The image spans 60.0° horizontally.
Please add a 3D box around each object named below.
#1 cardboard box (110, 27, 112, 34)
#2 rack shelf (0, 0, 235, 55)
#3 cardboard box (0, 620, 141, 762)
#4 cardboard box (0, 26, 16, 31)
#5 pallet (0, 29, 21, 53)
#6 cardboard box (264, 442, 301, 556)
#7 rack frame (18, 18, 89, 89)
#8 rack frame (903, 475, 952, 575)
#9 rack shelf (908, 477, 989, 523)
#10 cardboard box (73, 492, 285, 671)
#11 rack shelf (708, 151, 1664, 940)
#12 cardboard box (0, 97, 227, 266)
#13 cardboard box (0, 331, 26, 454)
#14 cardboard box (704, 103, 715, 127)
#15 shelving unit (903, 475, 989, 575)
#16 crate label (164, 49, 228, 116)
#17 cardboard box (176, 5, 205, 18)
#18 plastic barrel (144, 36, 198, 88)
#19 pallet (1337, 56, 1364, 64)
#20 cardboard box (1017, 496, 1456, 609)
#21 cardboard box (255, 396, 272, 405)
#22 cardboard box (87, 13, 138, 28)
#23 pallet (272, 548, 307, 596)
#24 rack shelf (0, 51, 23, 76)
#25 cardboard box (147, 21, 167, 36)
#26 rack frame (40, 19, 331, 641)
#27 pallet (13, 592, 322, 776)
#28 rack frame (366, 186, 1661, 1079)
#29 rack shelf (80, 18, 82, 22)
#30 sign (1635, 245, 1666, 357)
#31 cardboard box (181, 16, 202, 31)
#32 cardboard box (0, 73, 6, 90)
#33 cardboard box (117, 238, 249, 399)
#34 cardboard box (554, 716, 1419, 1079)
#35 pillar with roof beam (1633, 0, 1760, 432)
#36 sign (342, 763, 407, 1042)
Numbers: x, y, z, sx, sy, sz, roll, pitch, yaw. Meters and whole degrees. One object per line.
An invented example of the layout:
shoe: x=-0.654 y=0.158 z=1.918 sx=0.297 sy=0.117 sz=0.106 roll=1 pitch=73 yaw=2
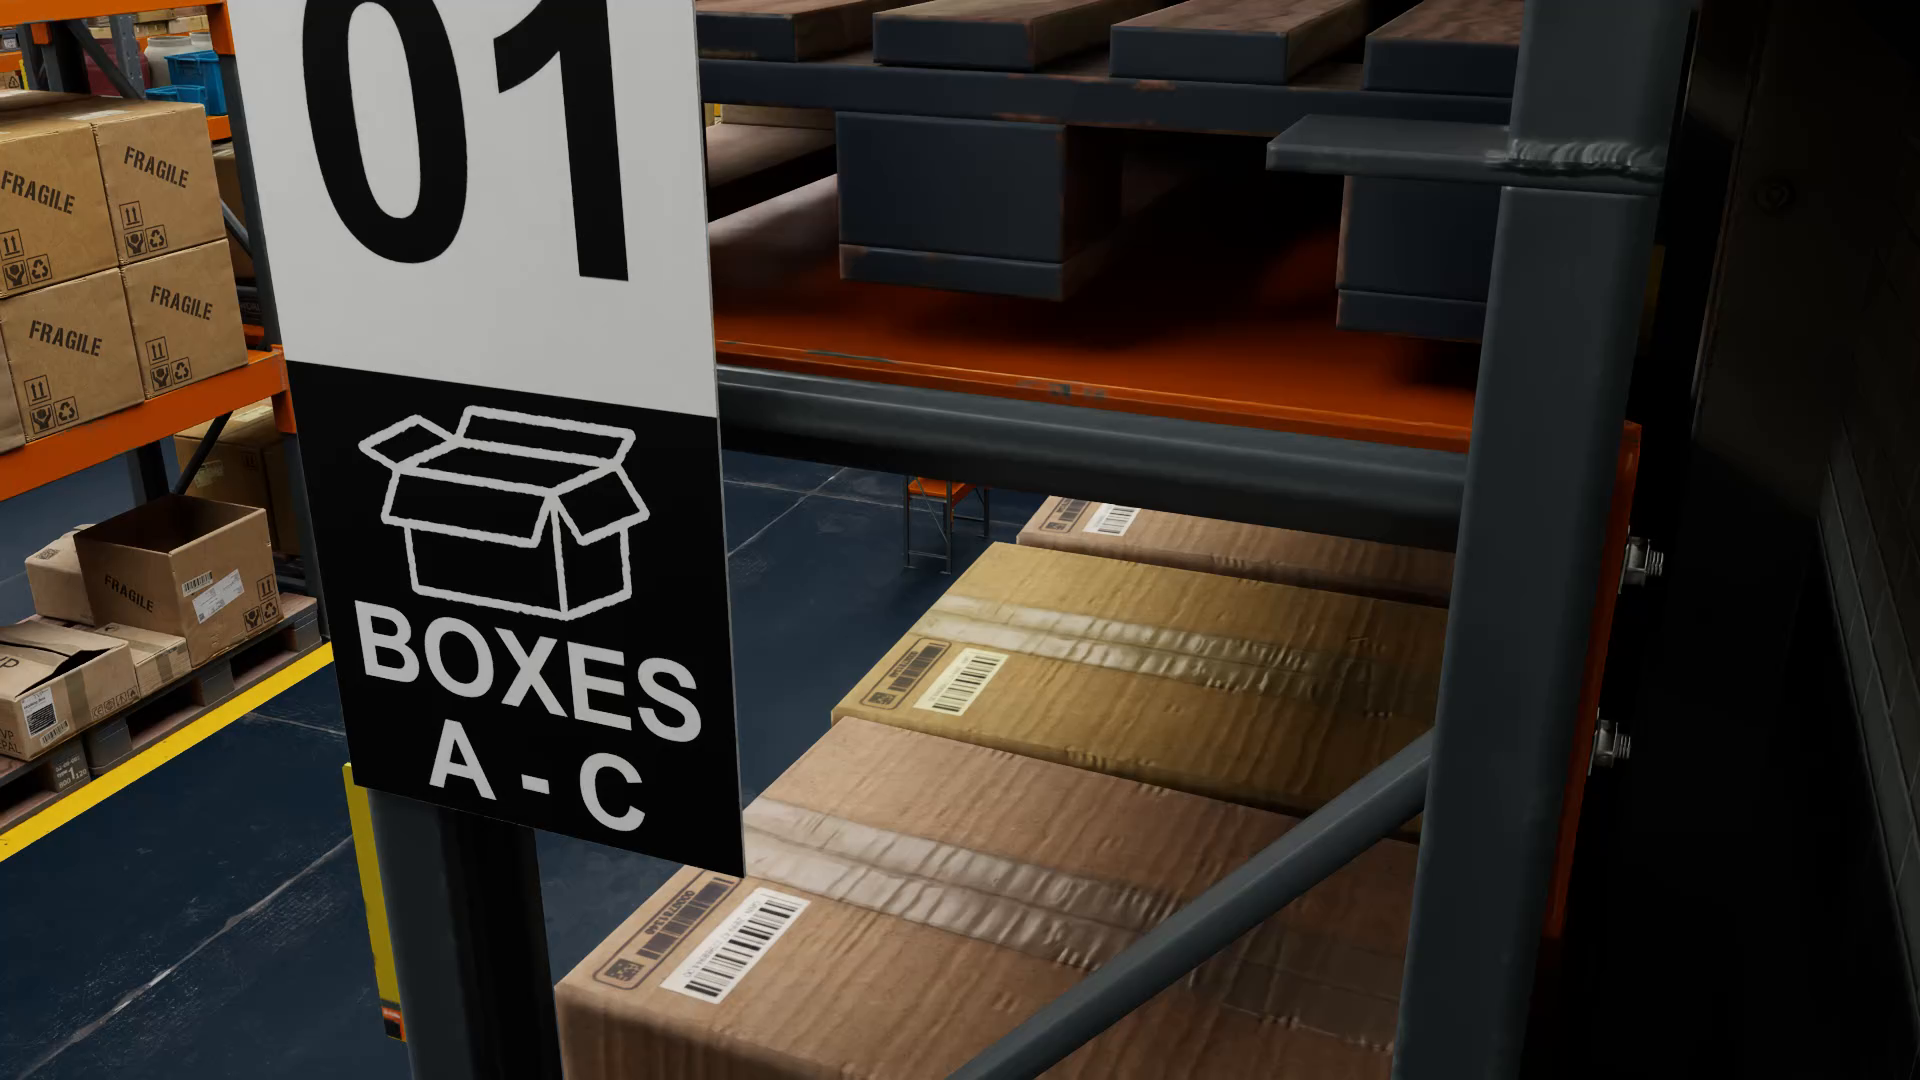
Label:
cardboard box: x=-8.927 y=-5.328 z=17.439 sx=0.380 sy=0.149 sz=0.250 roll=9 pitch=24 yaw=20
rack shelf: x=-3.910 y=-1.376 z=4.695 sx=1.077 sy=0.370 sz=4.000 roll=9 pitch=24 yaw=20
cardboard box: x=-3.394 y=0.511 z=6.053 sx=0.500 sy=0.311 sz=0.500 roll=9 pitch=24 yaw=20
cardboard box: x=-9.816 y=-5.529 z=16.271 sx=1.000 sy=1.000 sz=1.000 roll=9 pitch=24 yaw=20
pallet: x=-9.810 y=-4.981 z=16.532 sx=1.003 sy=0.211 sz=1.213 roll=9 pitch=24 yaw=20
cardboard box: x=-2.761 y=-0.228 z=7.575 sx=0.500 sy=0.500 sz=0.500 roll=8 pitch=24 yaw=18
rack frame: x=-9.391 y=-5.322 z=17.100 sx=1.000 sy=3.000 sz=0.127 roll=9 pitch=24 yaw=20
rack frame: x=-0.152 y=-0.407 z=7.668 sx=0.240 sy=1.200 sz=0.015 roll=9 pitch=24 yaw=20
rack shelf: x=-0.061 y=-0.249 z=7.979 sx=0.258 sy=0.148 sz=0.480 roll=9 pitch=24 yaw=20
cardboard box: x=-3.115 y=0.155 z=6.659 sx=0.500 sy=0.500 sz=0.500 roll=9 pitch=24 yaw=20
rack shelf: x=0.691 y=-0.668 z=3.000 sx=1.077 sy=0.370 sz=4.000 roll=9 pitch=24 yaw=20
cardboard box: x=-3.114 y=-1.329 z=6.114 sx=0.500 sy=0.500 sz=0.500 roll=9 pitch=24 yaw=20
cardboard box: x=-3.493 y=-0.501 z=5.429 sx=0.500 sy=0.500 sz=0.500 roll=9 pitch=24 yaw=21
cardboard box: x=-1.810 y=-2.470 z=9.596 sx=0.700 sy=0.500 sz=0.500 roll=1 pitch=23 yaw=2
shelving unit: x=-0.062 y=-0.494 z=7.877 sx=0.258 sy=1.200 sz=0.503 roll=9 pitch=24 yaw=20
crate label: x=-5.658 y=-3.515 z=12.727 sx=0.502 sy=0.435 sz=0.616 roll=9 pitch=24 yaw=20
cardboard box: x=-8.856 y=-6.025 z=18.267 sx=0.875 sy=0.500 sz=0.500 roll=9 pitch=24 yaw=20
plastic barrel: x=-6.095 y=-3.632 z=12.908 sx=0.421 sy=0.512 sz=0.421 roll=0 pitch=23 yaw=0
pallet: x=0.666 y=-0.949 z=2.853 sx=1.003 sy=0.211 sz=1.213 roll=9 pitch=24 yaw=20
cardboard box: x=0.680 y=0.244 z=3.386 sx=0.980 sy=0.700 sz=0.700 roll=8 pitch=24 yaw=17
cardboard box: x=-3.058 y=-0.483 z=8.186 sx=0.500 sy=0.500 sz=0.500 roll=9 pitch=24 yaw=20
cardboard box: x=-9.167 y=-5.658 z=17.388 sx=0.875 sy=0.500 sz=0.500 roll=9 pitch=24 yaw=20
pallet: x=-2.900 y=-0.050 z=8.095 sx=1.003 sy=0.211 sz=1.213 roll=9 pitch=24 yaw=20
rack shelf: x=-10.134 y=-4.275 z=15.525 sx=1.077 sy=0.370 sz=4.000 roll=9 pitch=24 yaw=20
cardboard box: x=-8.776 y=-5.512 z=17.880 sx=0.380 sy=0.149 sz=0.250 roll=9 pitch=24 yaw=20
rack frame: x=-3.167 y=-1.040 z=6.848 sx=1.000 sy=3.000 sz=0.127 roll=9 pitch=24 yaw=20
pallet: x=-3.423 y=0.493 z=6.797 sx=1.003 sy=0.211 sz=1.213 roll=9 pitch=24 yaw=20
rack frame: x=-0.052 y=1.099 z=1.726 sx=1.000 sy=3.000 sz=0.127 roll=9 pitch=24 yaw=20
rack shelf: x=-2.424 y=-2.808 z=8.121 sx=1.077 sy=0.370 sz=4.000 roll=9 pitch=24 yaw=20
sign: x=1.950 y=-0.689 z=4.782 sx=0.100 sy=0.325 sz=0.005 roll=9 pitch=24 yaw=20
cardboard box: x=-8.591 y=-5.691 z=18.309 sx=0.380 sy=0.149 sz=0.250 roll=9 pitch=24 yaw=20
cardboard box: x=-12.989 y=-6.146 z=21.284 sx=0.875 sy=0.875 sz=0.875 roll=8 pitch=24 yaw=19
cardboard box: x=-3.114 y=-0.870 z=6.312 sx=0.500 sy=0.500 sz=0.500 roll=9 pitch=24 yaw=21
cardboard box: x=0.128 y=0.777 z=2.109 sx=0.980 sy=0.700 sz=0.700 roll=10 pitch=25 yaw=22
pillar with roof beam: x=0.209 y=-5.489 z=9.716 sx=9.100 sy=9.000 sz=0.400 roll=9 pitch=24 yaw=20
sign: x=-0.551 y=0.373 z=1.655 sx=0.100 sy=0.325 sz=0.005 roll=9 pitch=24 yaw=20
